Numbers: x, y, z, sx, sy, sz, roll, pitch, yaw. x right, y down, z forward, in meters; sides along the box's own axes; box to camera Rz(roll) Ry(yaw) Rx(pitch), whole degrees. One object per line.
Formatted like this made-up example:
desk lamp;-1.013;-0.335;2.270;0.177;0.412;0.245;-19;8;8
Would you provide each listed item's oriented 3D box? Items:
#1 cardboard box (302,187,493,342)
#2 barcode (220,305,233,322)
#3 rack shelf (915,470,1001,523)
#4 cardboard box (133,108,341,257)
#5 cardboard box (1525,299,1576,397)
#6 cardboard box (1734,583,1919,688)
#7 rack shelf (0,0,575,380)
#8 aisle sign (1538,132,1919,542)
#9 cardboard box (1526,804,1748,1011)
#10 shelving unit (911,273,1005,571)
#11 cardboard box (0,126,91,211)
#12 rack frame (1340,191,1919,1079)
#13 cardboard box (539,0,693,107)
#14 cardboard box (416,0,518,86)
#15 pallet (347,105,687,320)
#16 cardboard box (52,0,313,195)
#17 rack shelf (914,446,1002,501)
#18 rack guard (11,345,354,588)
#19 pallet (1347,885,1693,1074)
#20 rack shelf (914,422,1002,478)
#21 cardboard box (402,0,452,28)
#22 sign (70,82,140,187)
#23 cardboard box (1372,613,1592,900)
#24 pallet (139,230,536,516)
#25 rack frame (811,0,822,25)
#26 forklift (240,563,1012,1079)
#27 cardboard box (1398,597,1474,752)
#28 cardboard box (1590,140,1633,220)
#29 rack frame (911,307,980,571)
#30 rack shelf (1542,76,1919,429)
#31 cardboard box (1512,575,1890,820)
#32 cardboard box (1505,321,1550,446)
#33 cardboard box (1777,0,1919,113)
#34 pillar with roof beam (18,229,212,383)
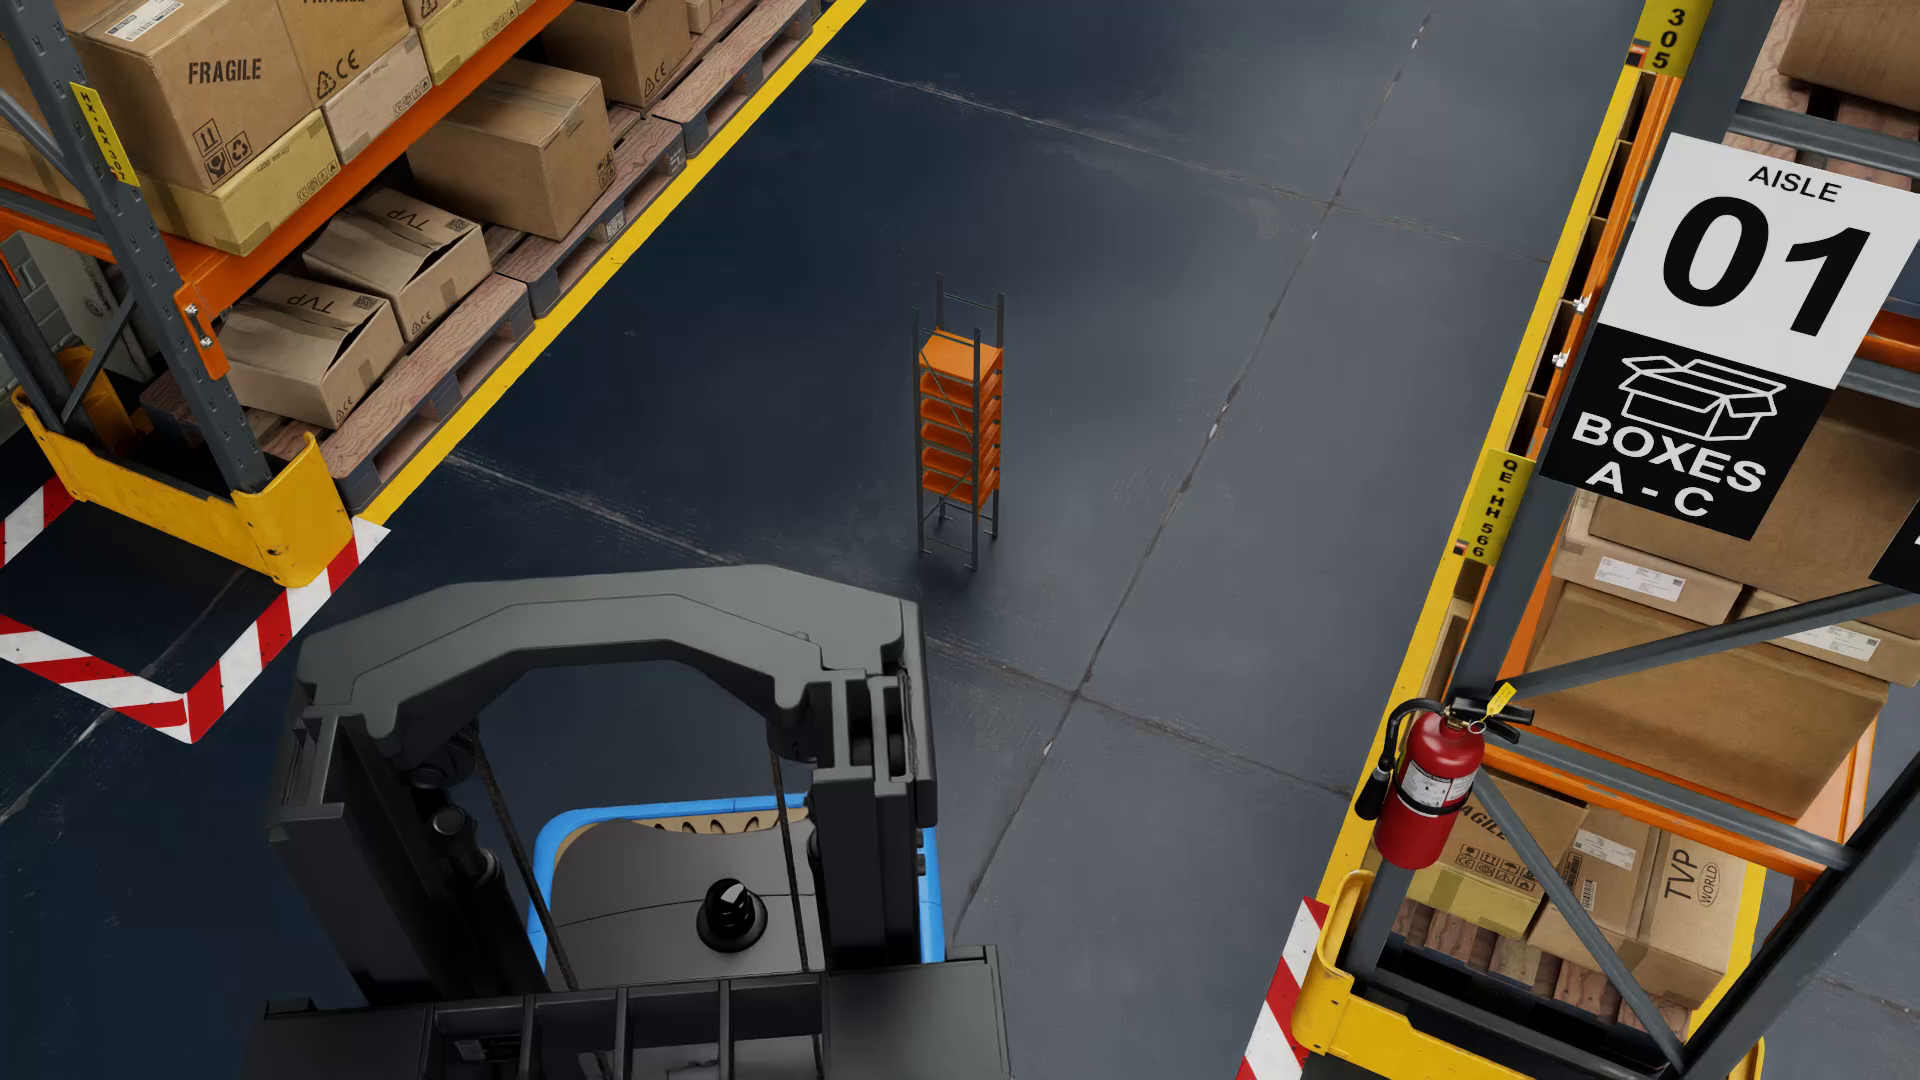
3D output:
cardboard box;-2.277;-1.145;6.731;0.500;0.311;0.500;24;54;19
barcode;-2.874;-0.898;6.515;0.001;0.075;0.075;20;52;16
rack shelf;-0.006;-0.195;6.001;0.258;0.103;0.180;20;52;16
cardboard box;-2.402;-1.224;5.408;0.500;0.250;0.500;18;52;15
cardboard box;2.172;-0.416;5.672;0.500;0.500;0.500;20;52;16
cardboard box;1.945;0.133;3.676;0.380;0.149;0.250;19;52;16
rack shelf;-2.043;-2.178;6.606;1.077;0.370;4.000;20;52;16
aisle sign;1.289;-0.317;2.844;0.394;0.787;0.004;20;52;16
cardboard box;2.013;1.033;4.931;0.500;0.250;0.500;20;52;16
shelving unit;-0.006;-0.379;5.785;0.258;1.200;0.189;20;52;16
cardboard box;-2.873;-1.377;5.537;0.500;0.250;0.500;20;53;17
rack frame;1.583;0.575;3.791;1.000;3.000;0.127;20;52;16
cardboard box;-1.596;-2.393;7.669;0.500;0.500;0.500;16;52;13
cardboard box;-1.970;-1.935;6.013;0.500;0.250;0.500;19;52;16
pallet;-1.963;-1.567;7.445;1.003;0.211;1.213;20;52;16
cardboard box;-2.422;-1.466;5.121;0.500;0.500;0.500;20;52;16
rack shelf;-0.006;-0.272;5.910;0.258;0.103;0.180;20;52;16
rack guard;-2.865;-0.276;6.157;1.175;0.500;0.348;20;52;16
pallet;1.872;0.939;5.312;1.003;0.211;1.213;20;52;16
rack shelf;-0.006;-0.350;5.818;0.258;0.103;0.180;20;52;16
cardboard box;-1.975;-2.156;5.708;0.500;0.500;0.500;18;52;15
sign;-2.407;-1.138;4.680;0.100;0.325;0.005;20;52;16
cardboard box;1.543;0.621;4.789;0.500;0.500;0.500;20;52;16
pallet;-2.486;-0.730;6.733;1.003;0.211;1.213;20;52;16
rack frame;-1.189;-3.788;7.504;1.000;3.000;0.127;20;52;16
forklift;-0.458;1.532;3.022;1.130;2.935;3.031;-4;50;-3
cardboard box;1.748;0.517;5.370;0.500;0.250;0.500;20;52;16
cardboard box;2.604;-1.103;6.256;0.500;0.500;0.500;20;52;16
rack frame;-0.045;-0.316;5.731;0.240;1.200;0.006;20;52;16
rack shelf;2.437;-1.541;4.094;1.077;0.370;4.000;20;52;16
cardboard box;1.794;0.226;4.023;0.700;0.500;0.500;20;52;16
cardboard box;2.383;-0.518;6.251;0.500;0.250;0.500;20;52;16
cardboard box;1.832;-1.006;2.731;0.797;0.503;0.637;23;53;18
pillar with roof beam;0.512;-2.341;2.333;9.100;9.000;0.400;20;52;16
